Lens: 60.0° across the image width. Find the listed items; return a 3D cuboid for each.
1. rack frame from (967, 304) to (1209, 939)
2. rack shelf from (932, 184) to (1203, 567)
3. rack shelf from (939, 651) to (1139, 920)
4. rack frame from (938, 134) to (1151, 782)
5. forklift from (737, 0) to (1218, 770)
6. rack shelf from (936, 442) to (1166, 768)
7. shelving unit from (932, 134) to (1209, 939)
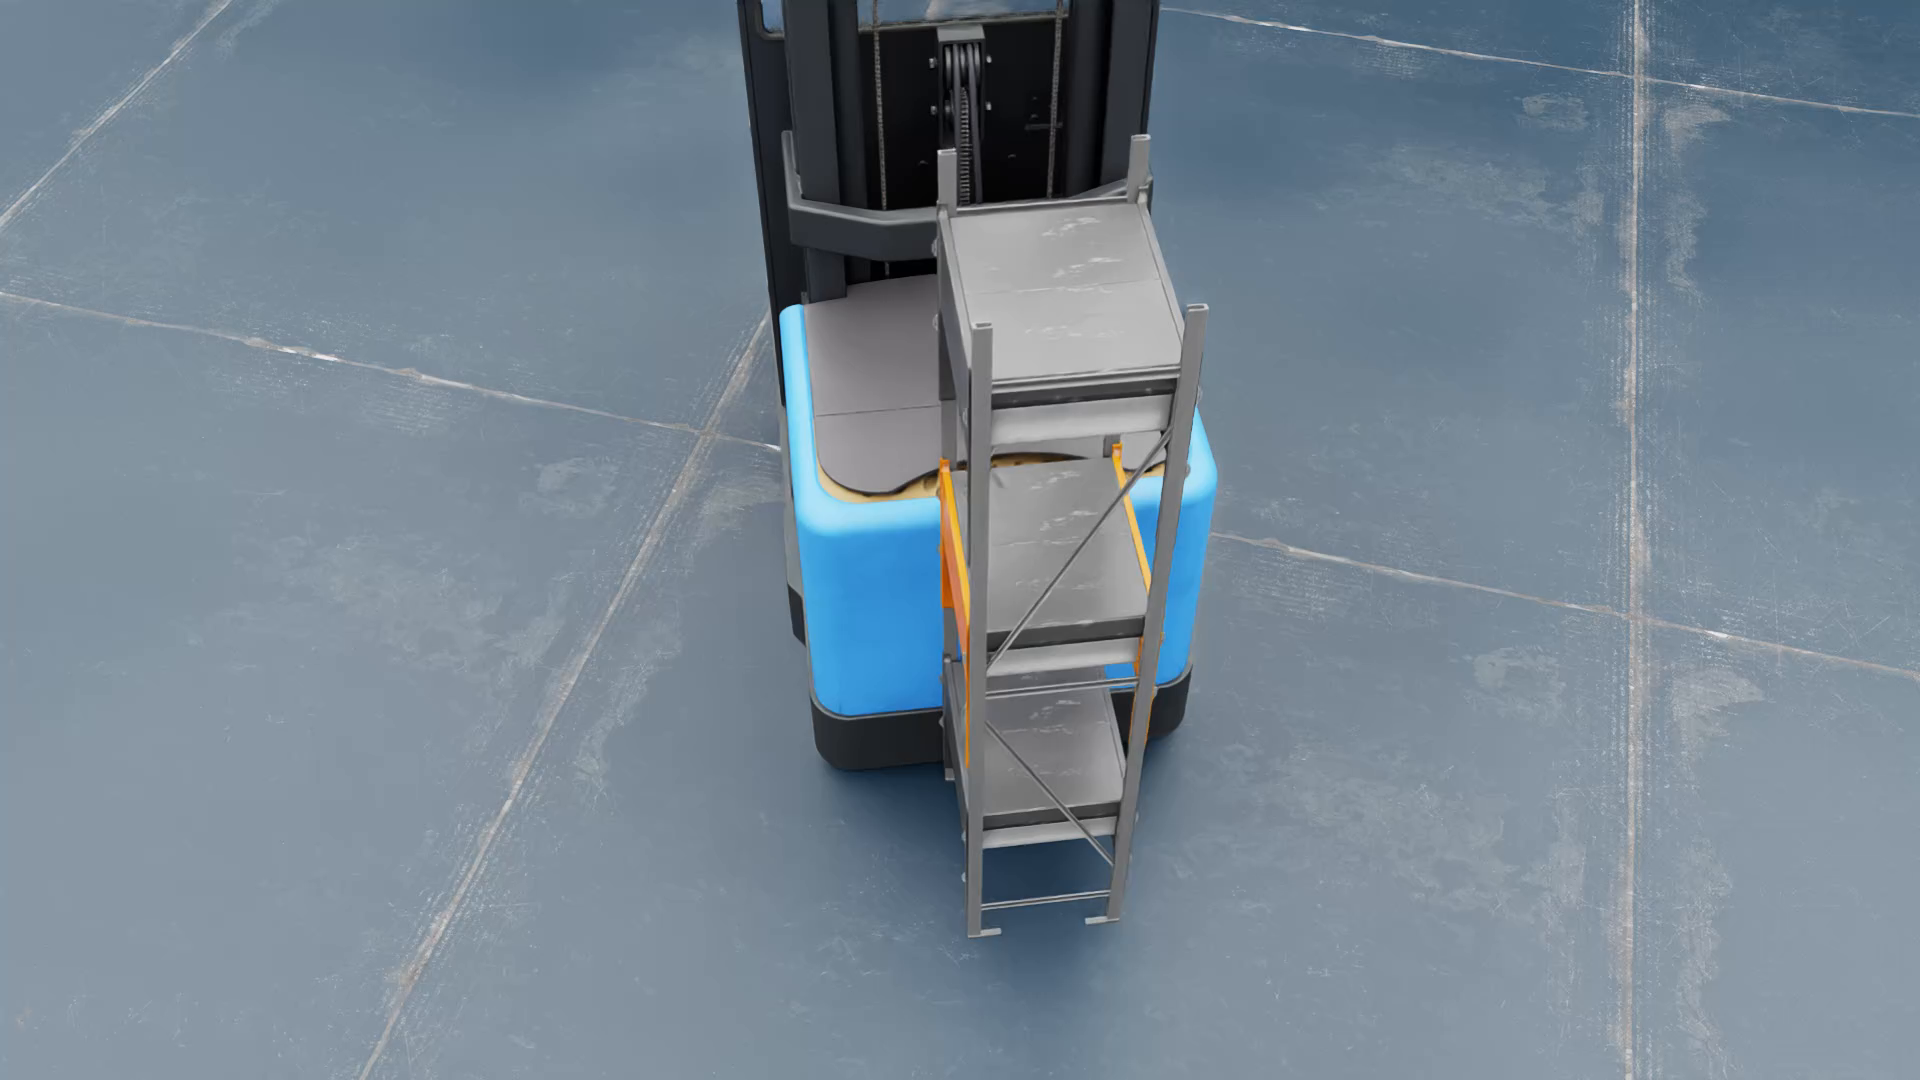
[{"bbox_3d":[0.218,0.320,3.567,0.400,2.100,0.015,-5,49,-5],"label":"rack frame"},{"bbox_3d":[0.188,-0.315,3.212,0.431,0.518,0.480,-5,49,-5],"label":"rack shelf"},{"bbox_3d":[0.188,0.611,4.262,0.431,0.518,0.480,-5,49,-5],"label":"rack shelf"},{"bbox_3d":[0.158,-0.043,3.887,0.400,2.100,0.015,-5,49,-5],"label":"rack frame"},{"bbox_3d":[-0.059,-1.453,4.578,1.130,2.935,3.031,-5,49,-5],"label":"forklift"},{"bbox_3d":[0.188,0.148,3.737,0.431,0.518,0.480,-5,49,-5],"label":"rack shelf"},{"bbox_3d":[0.188,0.139,3.727,0.431,2.100,0.503,-5,49,-5],"label":"shelving unit"}]
